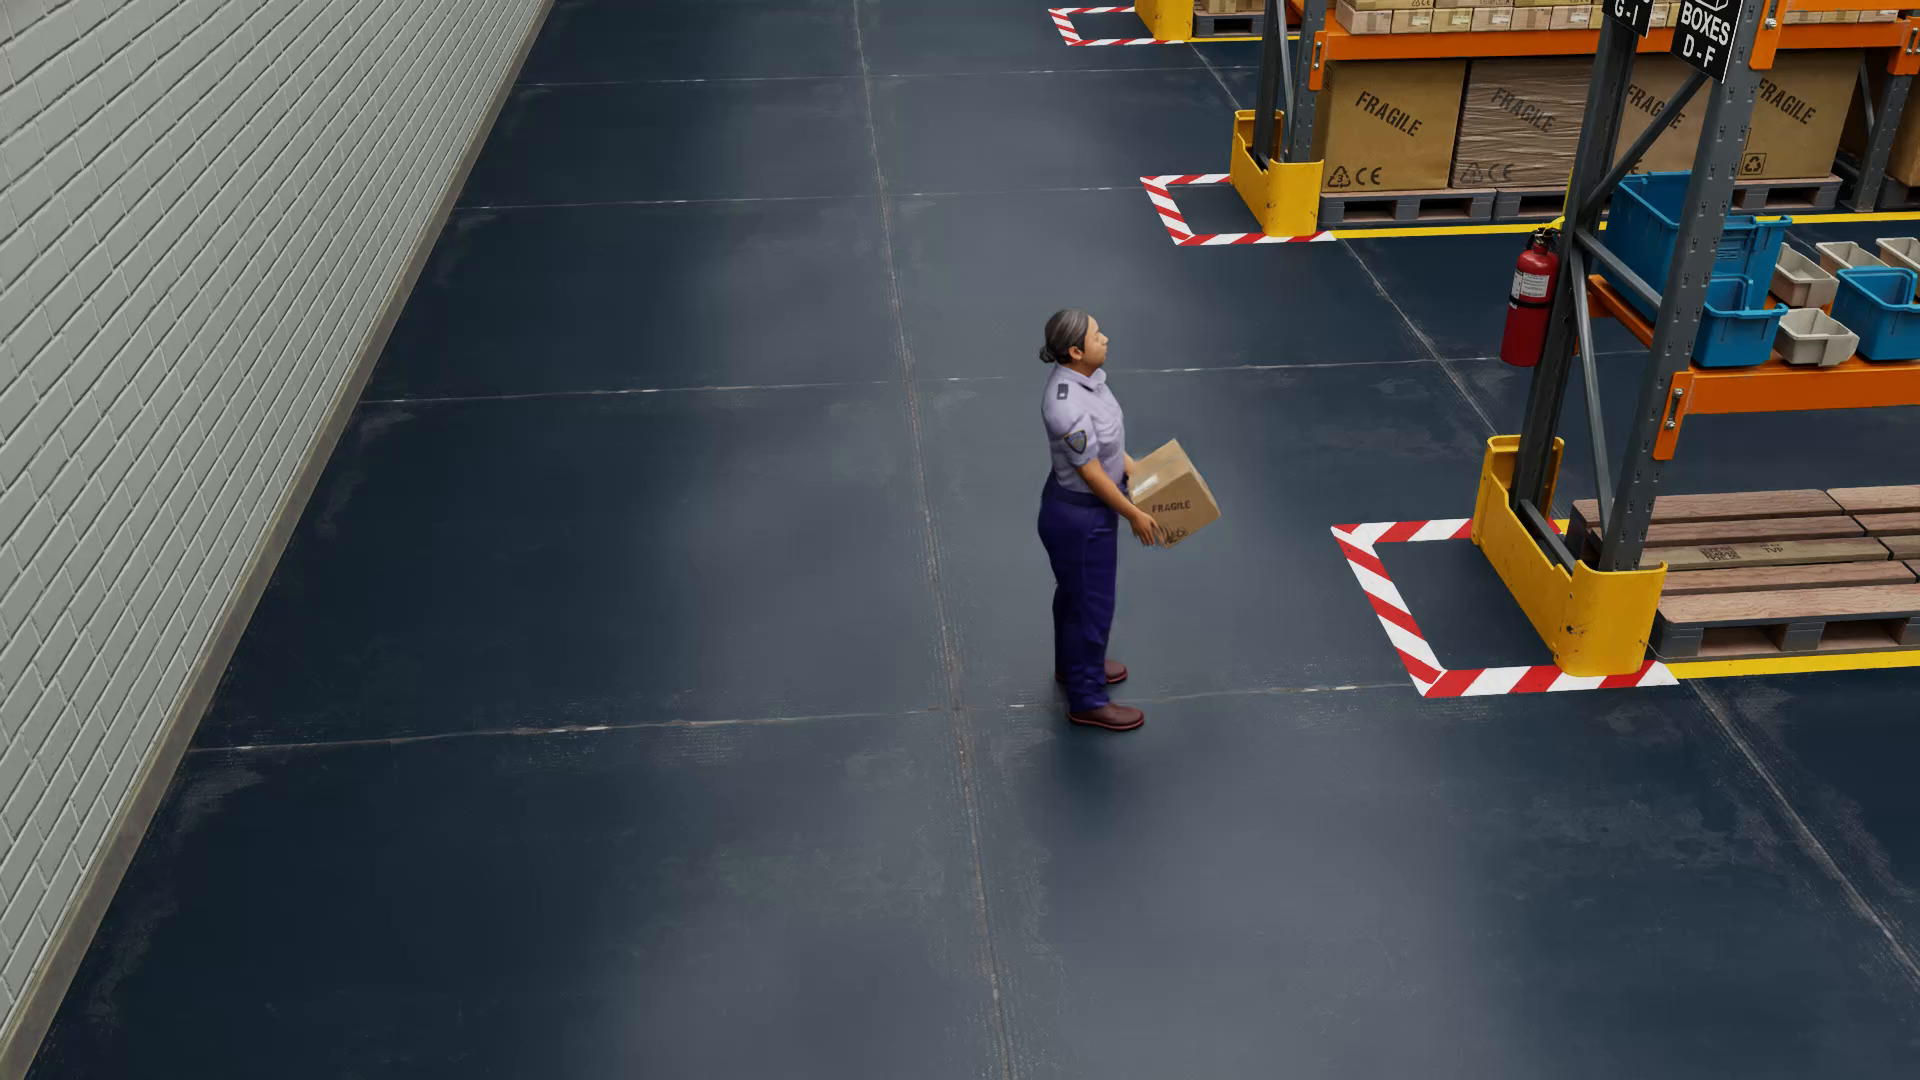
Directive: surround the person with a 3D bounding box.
[{"bbox_3d":[0.521,-0.091,6.295,0.474,1.650,0.503,4,32,6],"label":"person"}]
